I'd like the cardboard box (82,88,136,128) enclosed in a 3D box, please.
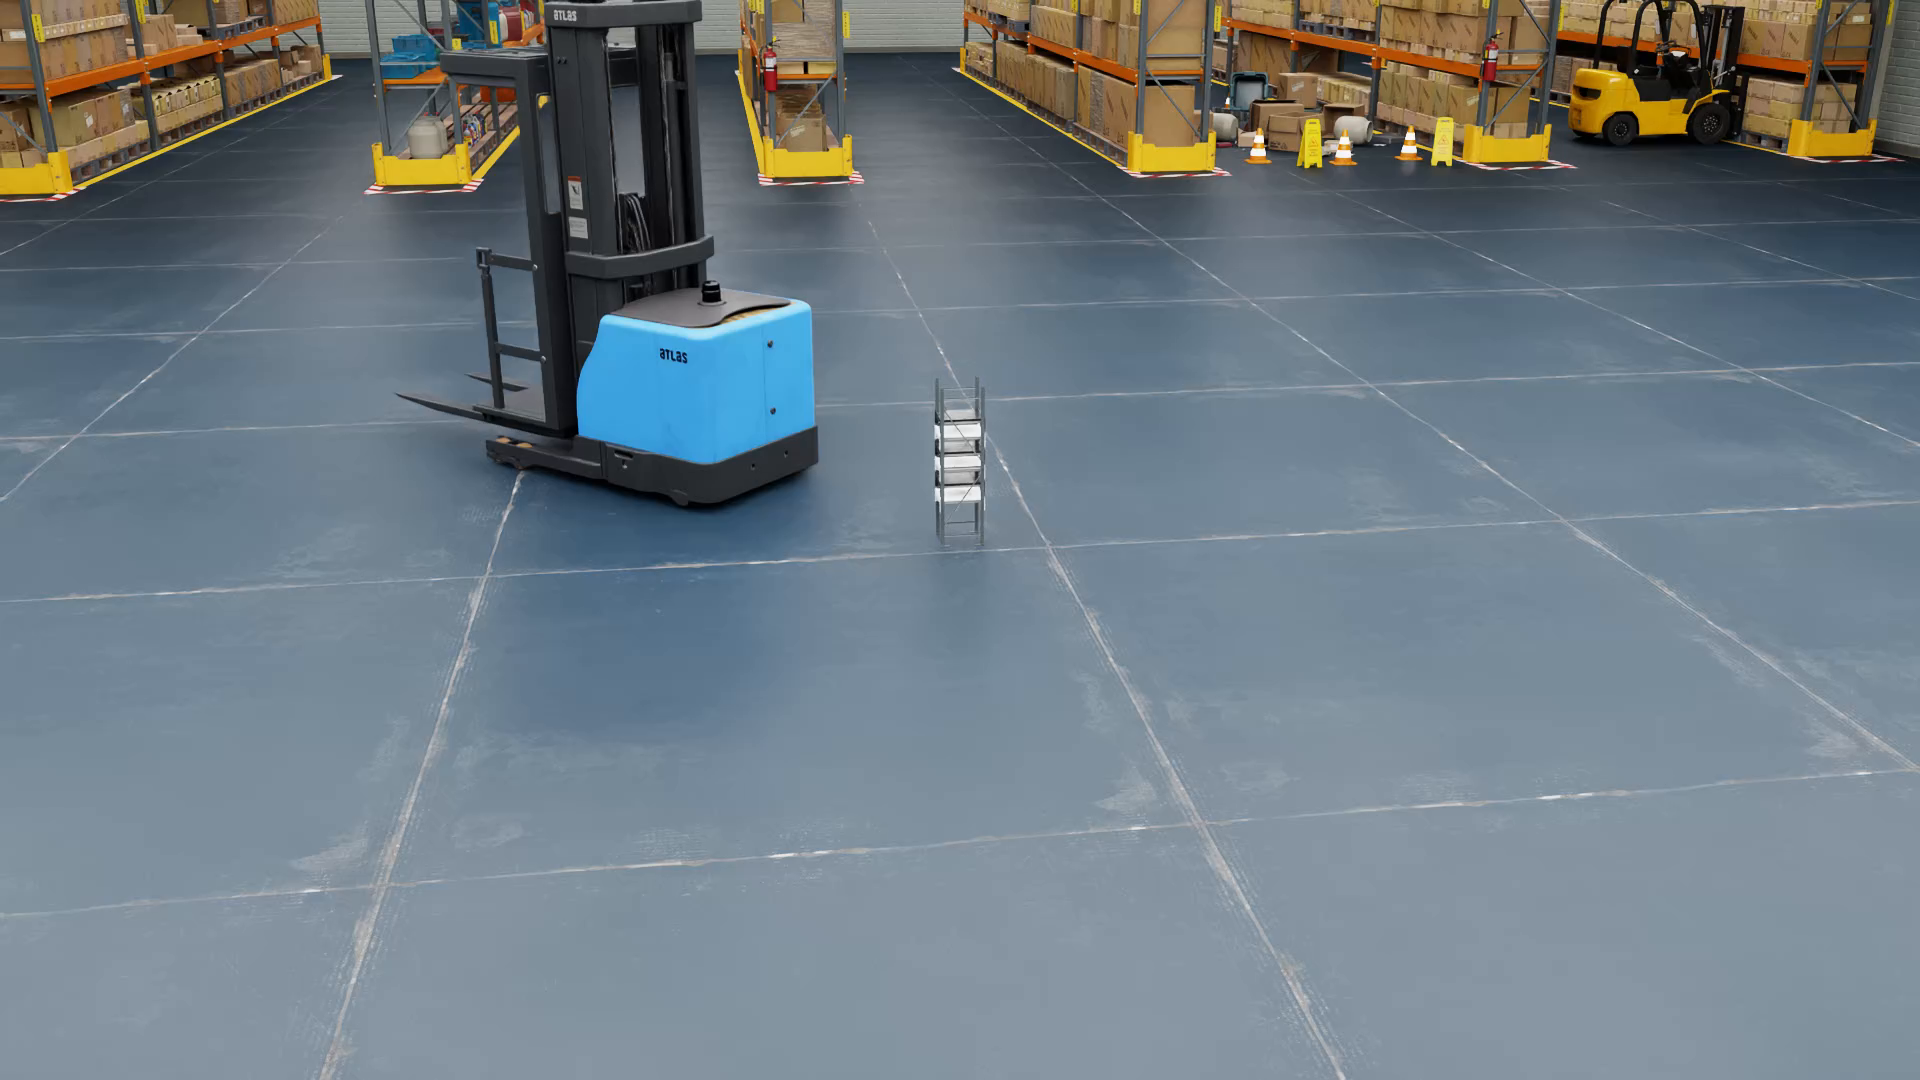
[{"bbox_3d":[-12.065,-6.116,23.563,0.500,0.500,0.500,-3,21,-8],"label":"cardboard box"}]

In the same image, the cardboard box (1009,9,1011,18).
[{"bbox_3d":[1.111,-9.766,30.837,0.380,0.149,0.250,-3,21,-8],"label":"cardboard box"}]

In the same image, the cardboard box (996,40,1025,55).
[{"bbox_3d":[1.009,-9.771,32.991,0.500,0.250,0.500,-4,21,-10],"label":"cardboard box"}]

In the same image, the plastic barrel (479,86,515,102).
[{"bbox_3d":[-8.171,-8.162,29.283,0.600,0.830,0.708,-3,21,-8],"label":"plastic barrel"}]

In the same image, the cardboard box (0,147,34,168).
[{"bbox_3d":[-12.202,-4.874,21.309,0.500,0.250,0.500,-3,21,-8],"label":"cardboard box"}]

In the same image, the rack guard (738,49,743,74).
[{"bbox_3d":[-4.339,-10.670,37.070,1.175,0.500,0.348,-3,21,-8],"label":"rack guard"}]

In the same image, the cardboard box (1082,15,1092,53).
[{"bbox_3d":[2.382,-7.836,25.696,0.875,0.550,0.550,-3,21,-8],"label":"cardboard box"}]

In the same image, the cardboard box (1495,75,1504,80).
[{"bbox_3d":[11.029,-9.510,33.363,0.500,0.500,0.500,-4,21,-10],"label":"cardboard box"}]

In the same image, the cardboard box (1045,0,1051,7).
[{"bbox_3d":[1.870,-9.462,28.692,0.700,0.500,0.500,-3,21,-9],"label":"cardboard box"}]

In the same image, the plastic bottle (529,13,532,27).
[{"bbox_3d":[-8.231,-9.893,31.595,0.152,0.276,0.135,-3,21,-8],"label":"plastic bottle"}]

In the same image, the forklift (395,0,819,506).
[{"bbox_3d":[-2.380,-1.951,10.251,3.031,2.935,1.130,14,24,32],"label":"forklift"}]

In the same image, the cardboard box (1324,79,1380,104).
[{"bbox_3d":[6.914,-7.815,29.007,0.950,0.372,0.625,-2,21,-6],"label":"cardboard box"}]

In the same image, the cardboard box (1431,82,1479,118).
[{"bbox_3d":[7.326,-6.498,24.584,0.500,0.500,0.500,-2,21,-6],"label":"cardboard box"}]

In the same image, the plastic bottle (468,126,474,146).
[{"bbox_3d":[-6.898,-5.700,23.443,0.061,0.283,0.133,-3,21,-7],"label":"plastic bottle"}]

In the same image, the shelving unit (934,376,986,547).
[{"bbox_3d":[-0.001,-0.424,9.066,0.258,0.900,0.210,-3,21,-8],"label":"shelving unit"}]

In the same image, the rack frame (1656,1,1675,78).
[{"bbox_3d":[12.112,-8.430,27.499,1.000,3.000,0.127,-3,21,-8],"label":"rack frame"}]

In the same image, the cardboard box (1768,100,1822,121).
[{"bbox_3d":[12.309,-6.340,24.520,0.500,0.250,0.500,-3,21,-8],"label":"cardboard box"}]

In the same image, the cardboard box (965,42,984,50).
[{"bbox_3d":[0.327,-10.989,36.977,0.380,0.149,0.250,-4,21,-10],"label":"cardboard box"}]

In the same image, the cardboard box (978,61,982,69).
[{"bbox_3d":[0.582,-10.177,35.651,0.380,0.149,0.250,-3,21,-8],"label":"cardboard box"}]

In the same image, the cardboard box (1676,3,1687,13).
[{"bbox_3d":[11.898,-8.657,27.037,0.380,0.149,0.250,-3,21,-9],"label":"cardboard box"}]

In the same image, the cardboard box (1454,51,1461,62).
[{"bbox_3d":[7.350,-6.966,23.939,0.380,0.149,0.250,-3,21,-9],"label":"cardboard box"}]

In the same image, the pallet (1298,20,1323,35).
[{"bbox_3d":[6.833,-9.232,29.920,1.213,0.211,1.003,-3,21,-8],"label":"pallet"}]

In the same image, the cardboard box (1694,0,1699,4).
[{"bbox_3d":[12.009,-8.709,26.752,0.380,0.149,0.250,-3,21,-7],"label":"cardboard box"}]

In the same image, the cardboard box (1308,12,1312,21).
[{"bbox_3d":[6.495,-9.420,29.910,0.380,0.149,0.250,-4,21,-11],"label":"cardboard box"}]

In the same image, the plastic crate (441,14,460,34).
[{"bbox_3d":[-8.153,-8.268,26.975,0.402,0.464,0.583,-3,21,-8],"label":"plastic crate"}]

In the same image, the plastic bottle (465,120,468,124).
[{"bbox_3d":[-7.152,-5.961,24.143,0.061,0.283,0.133,-3,21,-8],"label":"plastic bottle"}]

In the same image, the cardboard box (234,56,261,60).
[{"bbox_3d":[-13.925,-9.168,32.419,0.500,0.500,0.500,-3,21,-8],"label":"cardboard box"}]

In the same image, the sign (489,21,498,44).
[{"bbox_3d":[-6.961,-7.582,24.833,0.100,0.325,0.005,-3,21,-8],"label":"sign"}]

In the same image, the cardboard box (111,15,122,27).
[{"bbox_3d":[-12.124,-7.361,23.569,0.380,0.149,0.250,-3,21,-9],"label":"cardboard box"}]

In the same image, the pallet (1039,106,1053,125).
[{"bbox_3d":[1.952,-7.274,28.389,1.003,0.211,1.213,-3,21,-8],"label":"pallet"}]

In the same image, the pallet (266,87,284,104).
[{"bbox_3d":[-13.407,-8.364,31.307,1.003,0.211,1.213,-3,21,-8],"label":"pallet"}]

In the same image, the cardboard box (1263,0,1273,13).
[{"bbox_3d":[6.132,-10.235,31.833,0.500,0.250,0.500,-3,21,-9],"label":"cardboard box"}]

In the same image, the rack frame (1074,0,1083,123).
[{"bbox_3d":[2.317,-7.893,26.063,1.000,3.000,0.127,-3,21,-8],"label":"rack frame"}]

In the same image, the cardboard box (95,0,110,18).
[{"bbox_3d":[-12.265,-7.506,23.029,0.700,0.500,0.500,-3,21,-8],"label":"cardboard box"}]

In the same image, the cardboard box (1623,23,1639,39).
[{"bbox_3d":[11.703,-8.694,28.422,0.500,0.250,0.500,-3,21,-8],"label":"cardboard box"}]

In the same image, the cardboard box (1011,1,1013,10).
[{"bbox_3d":[1.138,-9.828,30.576,0.380,0.149,0.250,-2,21,-6],"label":"cardboard box"}]

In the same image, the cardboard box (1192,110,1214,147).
[{"bbox_3d":[3.557,-6.238,25.199,0.500,0.500,0.500,1,20,2],"label":"cardboard box"}]

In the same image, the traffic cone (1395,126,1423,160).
[{"bbox_3d":[6.439,-5.688,23.785,0.336,0.463,0.334,-3,21,-8],"label":"traffic cone"}]

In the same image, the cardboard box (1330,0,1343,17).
[{"bbox_3d":[6.690,-9.241,28.503,0.500,0.500,0.500,-4,21,-10],"label":"cardboard box"}]

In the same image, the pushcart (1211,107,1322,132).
[{"bbox_3d":[4.952,-6.817,26.929,1.648,0.377,0.936,-11,23,-26],"label":"pushcart"}]

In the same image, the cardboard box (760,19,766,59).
[{"bbox_3d":[-2.272,-6.838,22.670,0.875,0.500,0.500,-3,21,-8],"label":"cardboard box"}]

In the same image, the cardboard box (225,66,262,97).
[{"bbox_3d":[-12.997,-8.307,30.115,0.500,0.500,0.500,-4,21,-10],"label":"cardboard box"}]

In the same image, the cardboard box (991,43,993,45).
[{"bbox_3d":[0.894,-10.928,36.811,0.380,0.149,0.250,-3,21,-7],"label":"cardboard box"}]

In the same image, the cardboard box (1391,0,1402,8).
[{"bbox_3d":[7.102,-8.491,25.667,0.700,0.500,0.500,-3,21,-7],"label":"cardboard box"}]

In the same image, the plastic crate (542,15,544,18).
[{"bbox_3d":[-8.687,-10.835,34.092,0.416,0.233,0.300,-3,21,-8],"label":"plastic crate"}]

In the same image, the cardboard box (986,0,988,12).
[{"bbox_3d":[0.815,-11.003,33.819,0.500,0.500,0.500,-3,21,-8],"label":"cardboard box"}]

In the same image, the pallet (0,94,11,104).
[{"bbox_3d":[-18.278,-8.129,30.679,1.003,0.211,1.213,-3,21,-8],"label":"pallet"}]

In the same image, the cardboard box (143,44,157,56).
[{"bbox_3d":[-12.334,-7.379,25.045,0.380,0.149,0.250,-3,21,-8],"label":"cardboard box"}]

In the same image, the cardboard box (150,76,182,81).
[{"bbox_3d":[-13.201,-7.540,27.645,0.500,0.311,0.500,-2,21,-6],"label":"cardboard box"}]

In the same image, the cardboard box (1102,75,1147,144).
[{"bbox_3d":[2.602,-6.246,24.088,0.875,0.875,0.875,-3,21,-9],"label":"cardboard box"}]

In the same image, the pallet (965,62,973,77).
[{"bbox_3d":[0.680,-10.432,36.846,1.003,0.211,1.213,-3,21,-8],"label":"pallet"}]

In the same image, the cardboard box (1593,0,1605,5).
[{"bbox_3d":[11.487,-9.594,29.545,0.380,0.149,0.250,-2,21,-7],"label":"cardboard box"}]

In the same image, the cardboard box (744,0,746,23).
[{"bbox_3d":[-3.940,-10.323,32.425,0.500,0.500,0.500,-3,21,-8],"label":"cardboard box"}]

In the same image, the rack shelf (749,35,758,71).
[{"bbox_3d":[-2.894,-8.034,27.467,1.077,0.370,4.000,-3,21,-8],"label":"rack shelf"}]
